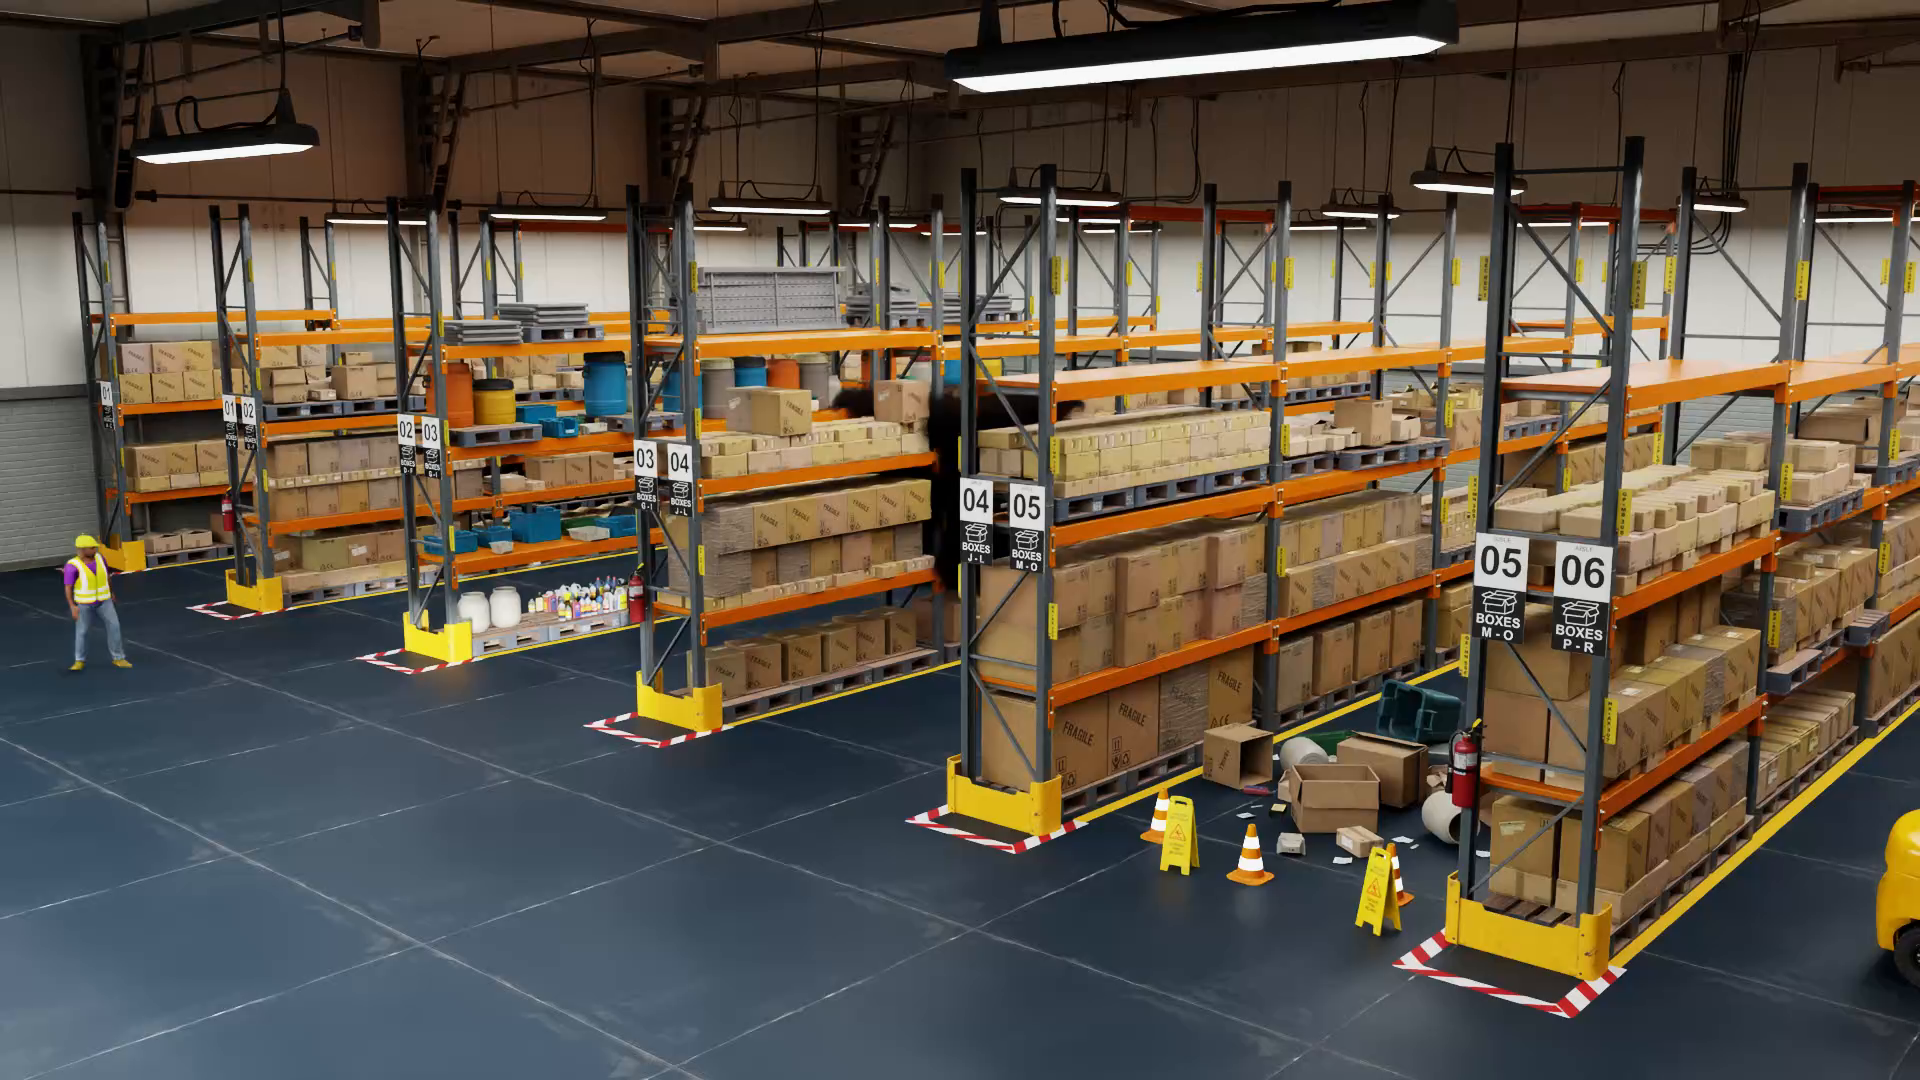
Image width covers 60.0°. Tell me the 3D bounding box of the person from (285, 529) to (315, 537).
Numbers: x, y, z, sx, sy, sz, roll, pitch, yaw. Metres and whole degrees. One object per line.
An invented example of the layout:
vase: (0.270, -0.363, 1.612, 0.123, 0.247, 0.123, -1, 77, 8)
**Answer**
person: (-11.074, -0.258, 27.953, 0.580, 1.710, 0.404, -4, 10, -24)

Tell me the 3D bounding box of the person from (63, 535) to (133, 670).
person: (-11.085, 0.805, 21.276, 0.575, 1.787, 0.701, 9, 13, 42)

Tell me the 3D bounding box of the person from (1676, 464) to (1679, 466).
person: (12.069, -0.404, 28.311, 0.533, 1.808, 0.502, 4, 10, 22)
